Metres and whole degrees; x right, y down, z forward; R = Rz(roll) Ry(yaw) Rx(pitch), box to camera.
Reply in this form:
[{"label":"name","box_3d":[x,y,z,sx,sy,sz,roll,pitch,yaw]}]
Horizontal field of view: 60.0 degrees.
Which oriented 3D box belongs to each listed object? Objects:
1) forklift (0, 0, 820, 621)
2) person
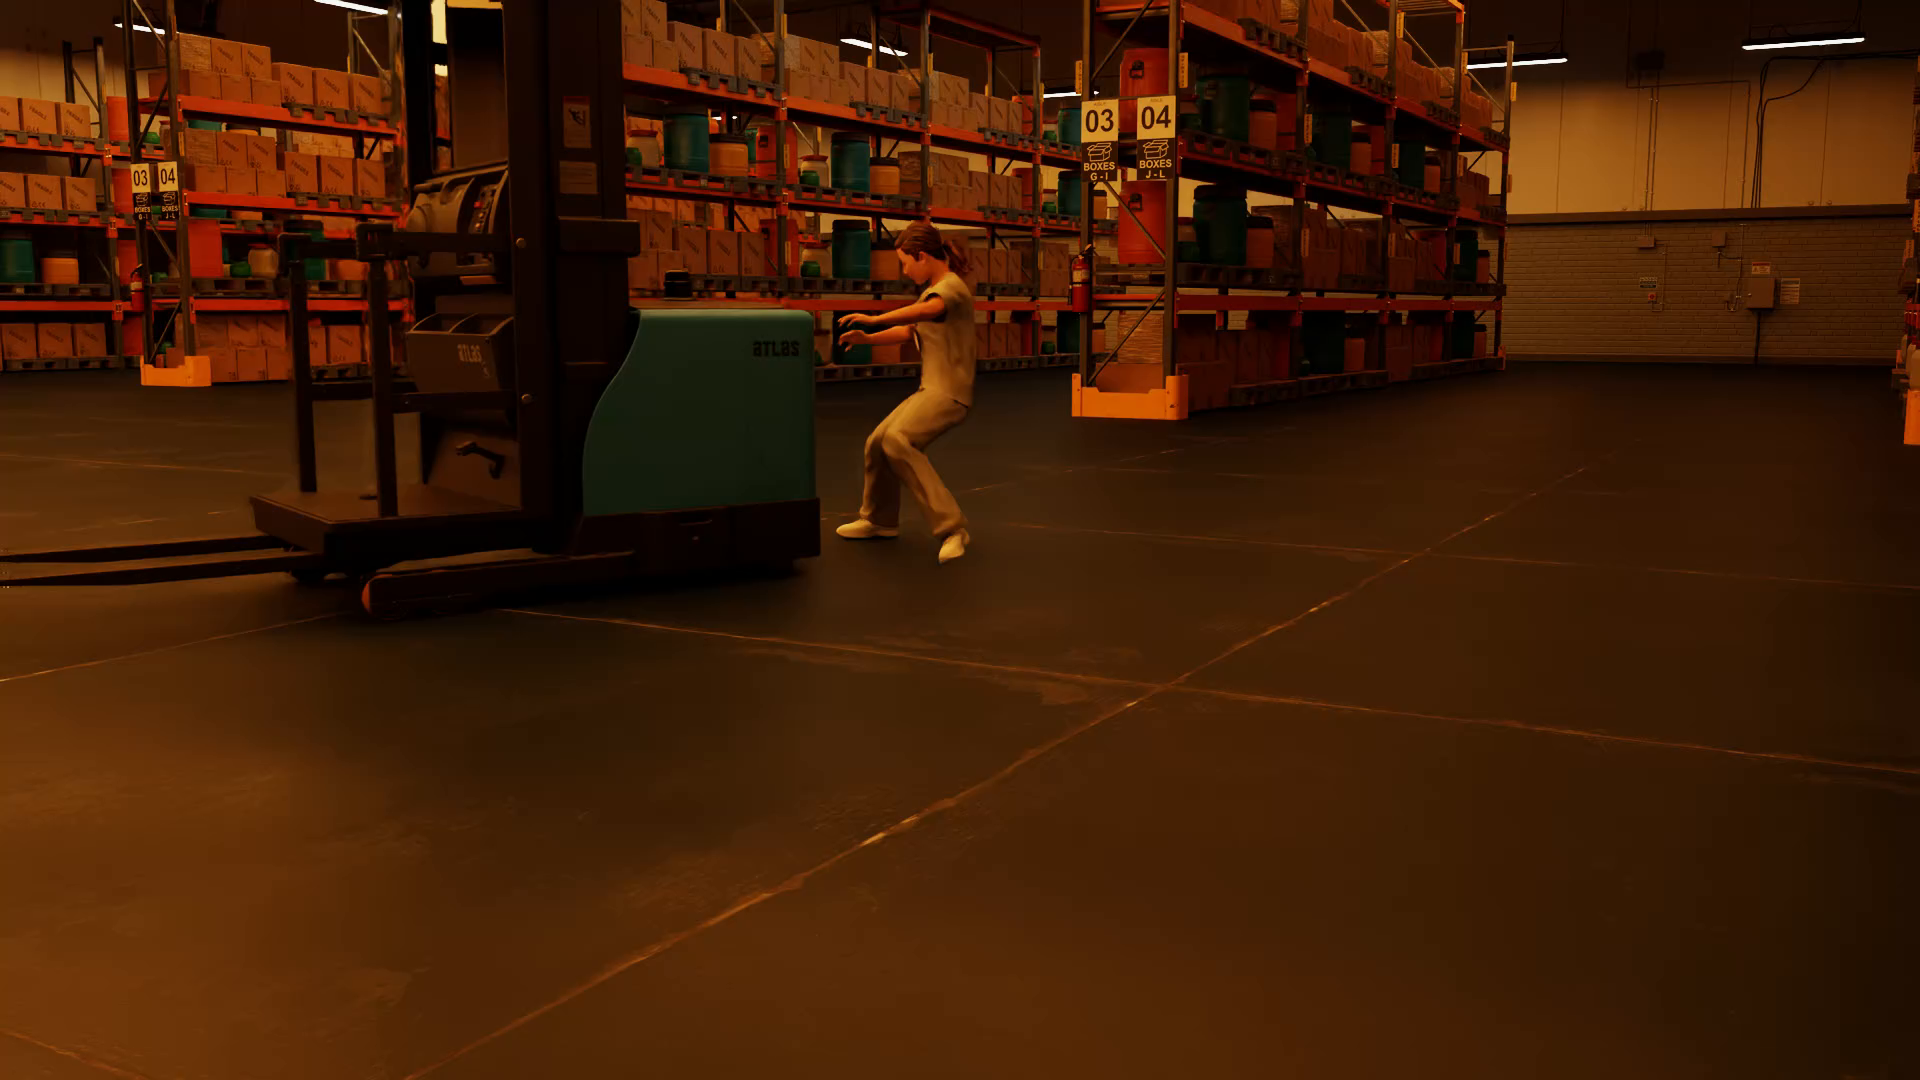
[{"label":"forklift","box_3d":[-2.063,-1.252,6.166,3.031,2.935,1.130,-6,10,-36]},{"label":"person","box_3d":[-0.236,-0.664,7.303,0.632,1.454,1.173,-1,8,-4]}]
